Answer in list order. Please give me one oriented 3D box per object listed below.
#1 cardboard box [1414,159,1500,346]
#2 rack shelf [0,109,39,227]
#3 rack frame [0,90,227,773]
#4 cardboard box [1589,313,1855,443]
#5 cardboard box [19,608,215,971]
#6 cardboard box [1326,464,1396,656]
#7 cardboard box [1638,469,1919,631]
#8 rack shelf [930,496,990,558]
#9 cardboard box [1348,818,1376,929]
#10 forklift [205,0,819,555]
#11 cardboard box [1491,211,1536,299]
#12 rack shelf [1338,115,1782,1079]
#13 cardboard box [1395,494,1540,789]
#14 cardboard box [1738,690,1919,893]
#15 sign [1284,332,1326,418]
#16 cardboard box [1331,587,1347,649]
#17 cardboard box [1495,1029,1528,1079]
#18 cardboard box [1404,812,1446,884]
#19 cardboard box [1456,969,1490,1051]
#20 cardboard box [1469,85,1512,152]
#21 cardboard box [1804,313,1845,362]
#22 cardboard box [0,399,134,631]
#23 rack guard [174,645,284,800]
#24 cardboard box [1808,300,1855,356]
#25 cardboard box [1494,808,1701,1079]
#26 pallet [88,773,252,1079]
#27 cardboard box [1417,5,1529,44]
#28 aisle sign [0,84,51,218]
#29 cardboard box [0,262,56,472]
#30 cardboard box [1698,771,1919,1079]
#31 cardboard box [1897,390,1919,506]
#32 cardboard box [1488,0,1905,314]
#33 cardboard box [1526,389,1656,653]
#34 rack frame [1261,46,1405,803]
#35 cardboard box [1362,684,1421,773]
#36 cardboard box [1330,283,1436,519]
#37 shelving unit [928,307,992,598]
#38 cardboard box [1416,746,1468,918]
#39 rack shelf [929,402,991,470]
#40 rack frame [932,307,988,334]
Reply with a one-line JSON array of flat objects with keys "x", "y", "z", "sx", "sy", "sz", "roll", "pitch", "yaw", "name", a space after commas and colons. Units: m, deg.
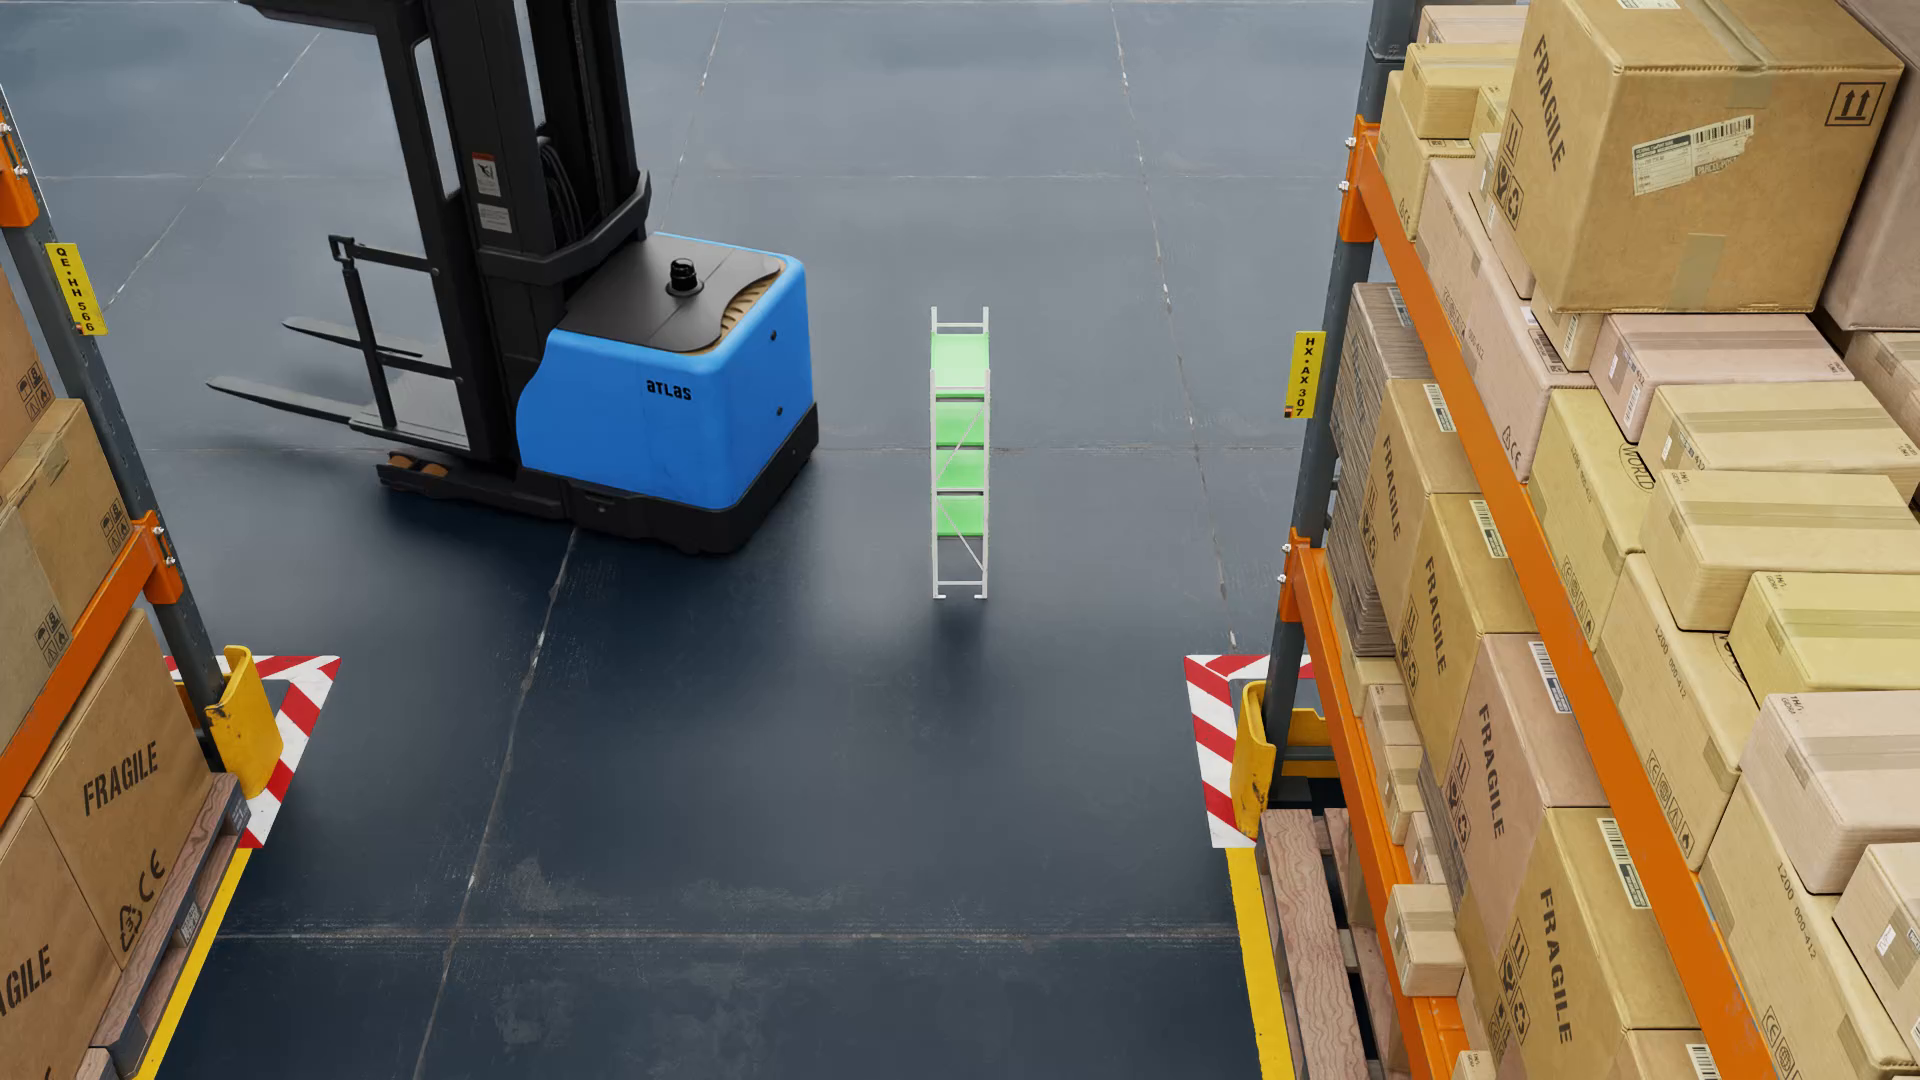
[{"x": 1.396, "y": -0.676, "z": 3.916, "sx": 0.500, "sy": 0.250, "sz": 0.500, "roll": -1, "pitch": 39, "yaw": -1, "name": "cardboard box"}, {"x": -3.311, "y": 0.113, "z": 3.386, "sx": 1.077, "sy": 0.370, "sz": 4.000, "roll": 0, "pitch": 39, "yaw": 0, "name": "rack shelf"}, {"x": -3.313, "y": -0.248, "z": 5.660, "sx": 1.000, "sy": 3.000, "sz": 0.127, "roll": 0, "pitch": 39, "yaw": 0, "name": "rack frame"}, {"x": 1.430, "y": -0.314, "z": 3.145, "sx": 0.380, "sy": 0.149, "sz": 0.250, "roll": 0, "pitch": 39, "yaw": -1, "name": "cardboard box"}, {"x": -3.246, "y": 0.842, "z": 5.664, "sx": 0.875, "sy": 0.875, "sz": 0.875, "roll": 0, "pitch": 39, "yaw": 0, "name": "cardboard box"}, {"x": 1.620, "y": 0.001, "z": 5.032, "sx": 0.875, "sy": 0.500, "sz": 0.500, "roll": 0, "pitch": 39, "yaw": 0, "name": "cardboard box"}, {"x": 1.356, "y": 0.019, "z": 2.730, "sx": 0.380, "sy": 0.149, "sz": 0.250, "roll": 2, "pitch": 39, "yaw": 2, "name": "cardboard box"}, {"x": 0.000, "y": -0.128, "z": 7.436, "sx": 0.258, "sy": 0.148, "sz": 0.480, "roll": 0, "pitch": 39, "yaw": 0, "name": "rack shelf"}, {"x": 1.631, "y": 1.014, "z": 5.749, "sx": 0.500, "sy": 0.500, "sz": 0.500, "roll": 7, "pitch": 39, "yaw": 8, "name": "cardboard box"}, {"x": -2.272, "y": -1.638, "z": 7.450, "sx": 3.031, "sy": 2.935, "sz": 1.130, "roll": 13, "pitch": 40, "yaw": 15, "name": "forklift"}, {"x": 1.368, "y": -0.641, "z": 3.553, "sx": 0.380, "sy": 0.149, "sz": 0.250, "roll": 0, "pitch": 39, "yaw": 0, "name": "cardboard box"}, {"x": 1.649, "y": 0.173, "z": 3.312, "sx": 1.077, "sy": 0.370, "sz": 4.000, "roll": 0, "pitch": 39, "yaw": 0, "name": "rack shelf"}, {"x": 1.371, "y": 0.236, "z": 3.939, "sx": 0.500, "sy": 0.500, "sz": 0.500, "roll": 0, "pitch": 39, "yaw": 0, "name": "cardboard box"}, {"x": 1.340, "y": 0.346, "z": 2.322, "sx": 0.380, "sy": 0.149, "sz": 0.250, "roll": -1, "pitch": 39, "yaw": -1, "name": "cardboard box"}, {"x": 1.104, "y": -0.525, "z": 5.315, "sx": 0.100, "sy": 0.325, "sz": 0.005, "roll": 0, "pitch": 39, "yaw": 0, "name": "sign"}, {"x": 1.390, "y": 0.245, "z": 5.247, "sx": 0.380, "sy": 0.149, "sz": 0.250, "roll": 0, "pitch": 39, "yaw": 0, "name": "cardboard box"}, {"x": 1.646, "y": 1.252, "z": 3.472, "sx": 0.875, "sy": 0.500, "sz": 0.500, "roll": 0, "pitch": 39, "yaw": 0, "name": "cardboard box"}, {"x": 1.417, "y": 0.870, "z": 4.466, "sx": 0.380, "sy": 0.149, "sz": 0.250, "roll": 0, "pitch": 39, "yaw": 0, "name": "cardboard box"}, {"x": 1.447, "y": 1.183, "z": 4.076, "sx": 0.380, "sy": 0.149, "sz": 0.250, "roll": 0, "pitch": 39, "yaw": 0, "name": "cardboard box"}, {"x": 1.443, "y": -0.963, "z": 3.956, "sx": 0.380, "sy": 0.149, "sz": 0.250, "roll": -1, "pitch": 39, "yaw": -1, "name": "cardboard box"}, {"x": 1.897, "y": -0.366, "z": 3.529, "sx": 0.500, "sy": 0.250, "sz": 0.500, "roll": 1, "pitch": 39, "yaw": 1, "name": "cardboard box"}, {"x": -3.267, "y": -0.074, "z": 5.324, "sx": 0.875, "sy": 0.550, "sz": 0.550, "roll": 0, "pitch": 39, "yaw": 0, "name": "cardboard box"}, {"x": -3.313, "y": 0.713, "z": 6.461, "sx": 1.175, "sy": 0.500, "sz": 0.348, "roll": 0, "pitch": 39, "yaw": 0, "name": "rack guard"}, {"x": 1.954, "y": -0.468, "z": 3.338, "sx": 0.380, "sy": 0.149, "sz": 0.250, "roll": -2, "pitch": 39, "yaw": -2, "name": "cardboard box"}, {"x": 1.374, "y": 0.862, "z": 3.159, "sx": 0.500, "sy": 0.500, "sz": 0.500, "roll": 0, "pitch": 39, "yaw": 0, "name": "cardboard box"}, {"x": -3.234, "y": 1.341, "z": 5.908, "sx": 1.003, "sy": 0.211, "sz": 1.213, "roll": 0, "pitch": 39, "yaw": 0, "name": "pallet"}, {"x": 1.416, "y": -1.283, "z": 4.355, "sx": 0.380, "sy": 0.149, "sz": 0.250, "roll": 0, "pitch": 39, "yaw": 0, "name": "cardboard box"}, {"x": -3.013, "y": -1.307, "z": 4.903, "sx": 0.394, "sy": 0.787, "sz": 0.004, "roll": 0, "pitch": 39, "yaw": 0, "name": "aisle sign"}, {"x": -3.351, "y": -0.495, "z": 4.986, "sx": 0.875, "sy": 0.550, "sz": 0.550, "roll": 0, "pitch": 39, "yaw": 0, "name": "cardboard box"}, {"x": 1.400, "y": 0.590, "z": 2.336, "sx": 0.500, "sy": 0.250, "sz": 0.500, "roll": 1, "pitch": 39, "yaw": 1, "name": "cardboard box"}, {"x": 1.886, "y": -0.134, "z": 2.921, "sx": 0.380, "sy": 0.149, "sz": 0.250, "roll": 1, "pitch": 39, "yaw": 1, "name": "cardboard box"}, {"x": 1.379, "y": -0.780, "z": 3.208, "sx": 0.500, "sy": 0.500, "sz": 0.500, "roll": 0, "pitch": 39, "yaw": 0, "name": "cardboard box"}, {"x": 1.398, "y": -0.041, "z": 3.123, "sx": 0.500, "sy": 0.250, "sz": 0.500, "roll": 1, "pitch": 39, "yaw": 1, "name": "cardboard box"}, {"x": 1.647, "y": -0.188, "z": 5.586, "sx": 1.000, "sy": 3.000, "sz": 0.127, "roll": 0, "pitch": 39, "yaw": 0, "name": "rack frame"}, {"x": 1.396, "y": 0.558, "z": 4.857, "sx": 0.380, "sy": 0.149, "sz": 0.250, "roll": 0, "pitch": 39, "yaw": 0, "name": "cardboard box"}, {"x": 1.375, "y": -0.389, "z": 4.719, "sx": 0.500, "sy": 0.500, "sz": 0.500, "roll": 0, "pitch": 39, "yaw": 0, "name": "cardboard box"}, {"x": 0.000, "y": -0.365, "z": 7.246, "sx": 0.258, "sy": 1.200, "sz": 0.503, "roll": 0, "pitch": 39, "yaw": 0, "name": "shelving unit"}, {"x": 1.698, "y": 0.626, "z": 4.252, "sx": 0.875, "sy": 0.500, "sz": 0.500, "roll": 0, "pitch": 39, "yaw": 0, "name": "cardboard box"}, {"x": 0.000, "y": -0.502, "z": 7.135, "sx": 0.258, "sy": 0.148, "sz": 0.480, "roll": 0, "pitch": 39, "yaw": 0, "name": "rack shelf"}, {"x": 0.000, "y": -0.517, "z": 7.436, "sx": 0.240, "sy": 1.200, "sz": 0.015, "roll": 0, "pitch": 39, "yaw": 0, "name": "rack frame"}]
